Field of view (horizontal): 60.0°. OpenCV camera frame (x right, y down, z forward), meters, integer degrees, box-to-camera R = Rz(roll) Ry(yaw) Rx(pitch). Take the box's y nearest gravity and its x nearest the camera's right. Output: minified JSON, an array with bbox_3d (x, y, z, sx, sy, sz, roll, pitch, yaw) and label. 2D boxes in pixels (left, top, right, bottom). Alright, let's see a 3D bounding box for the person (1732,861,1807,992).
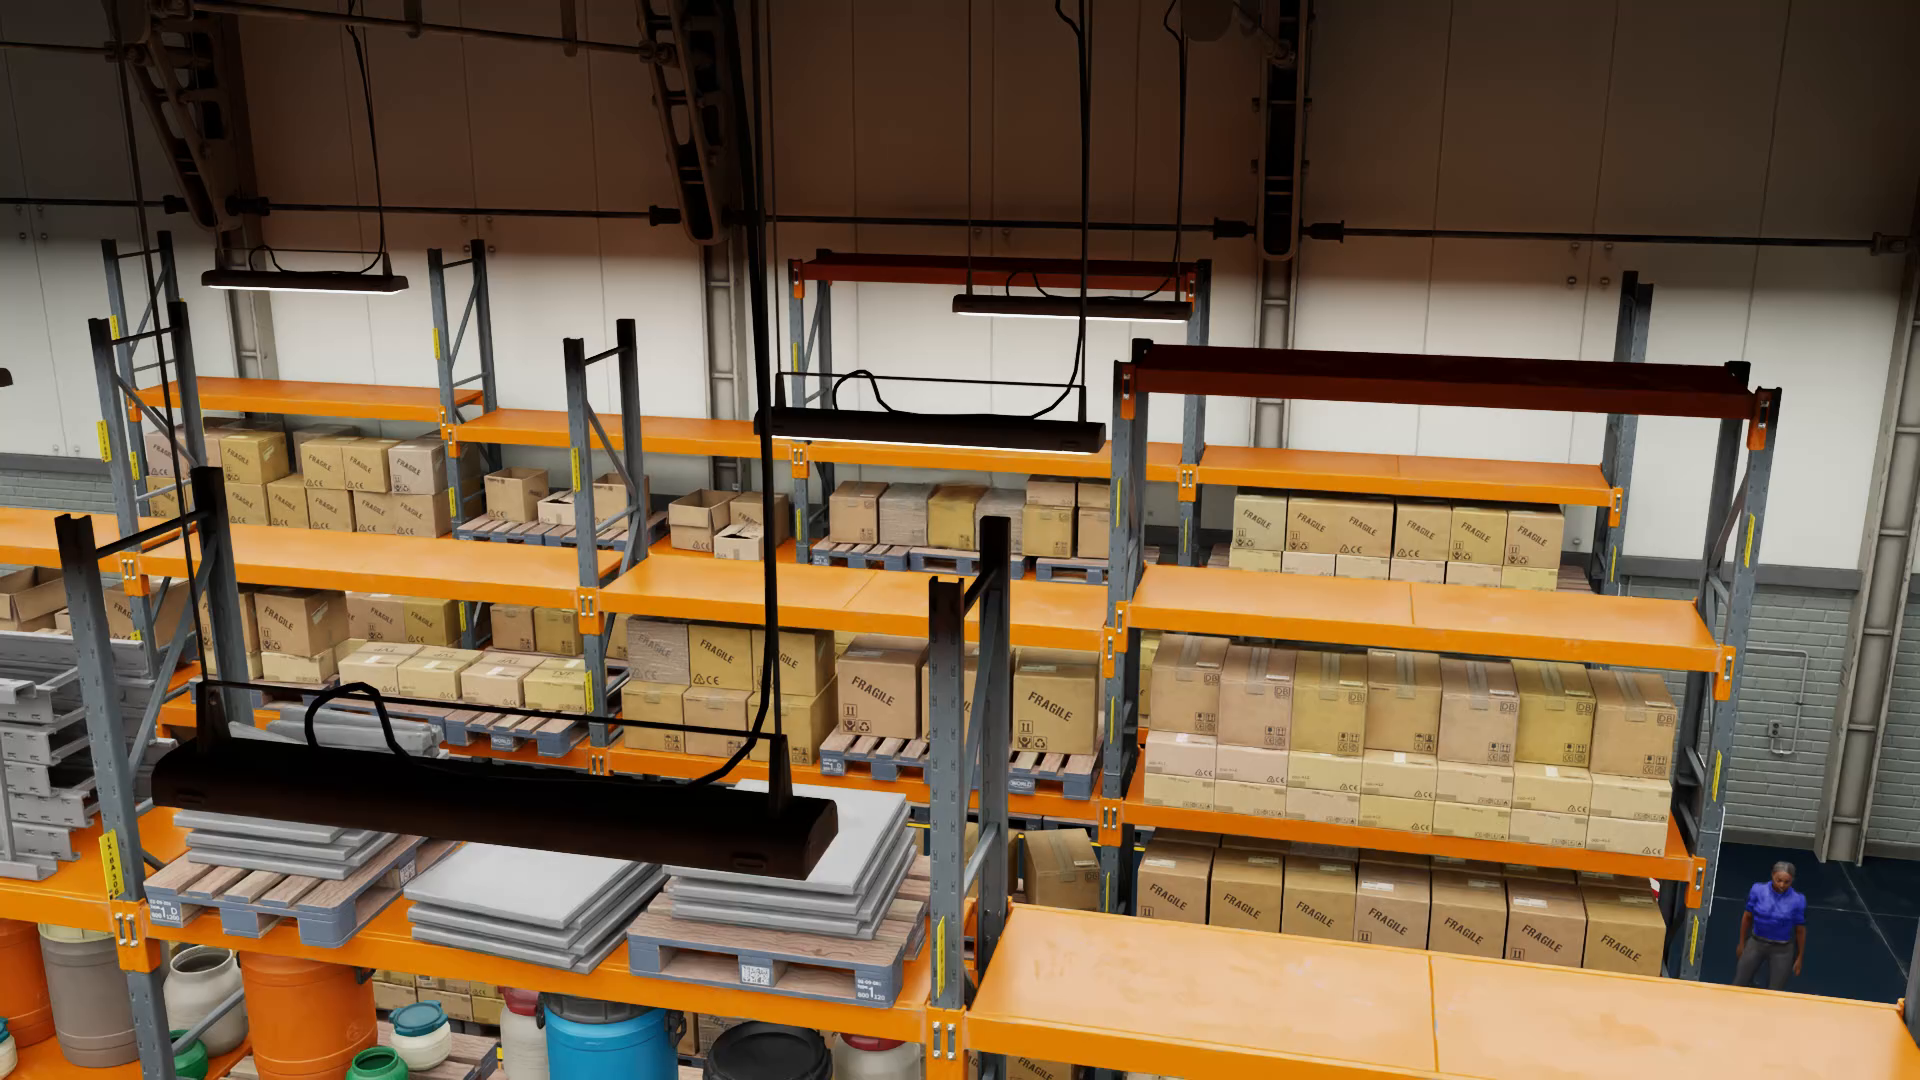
[{"bbox_3d":[6.745,3.381,13.830,0.499,1.651,0.589,9,19,29],"label":"person"}]
